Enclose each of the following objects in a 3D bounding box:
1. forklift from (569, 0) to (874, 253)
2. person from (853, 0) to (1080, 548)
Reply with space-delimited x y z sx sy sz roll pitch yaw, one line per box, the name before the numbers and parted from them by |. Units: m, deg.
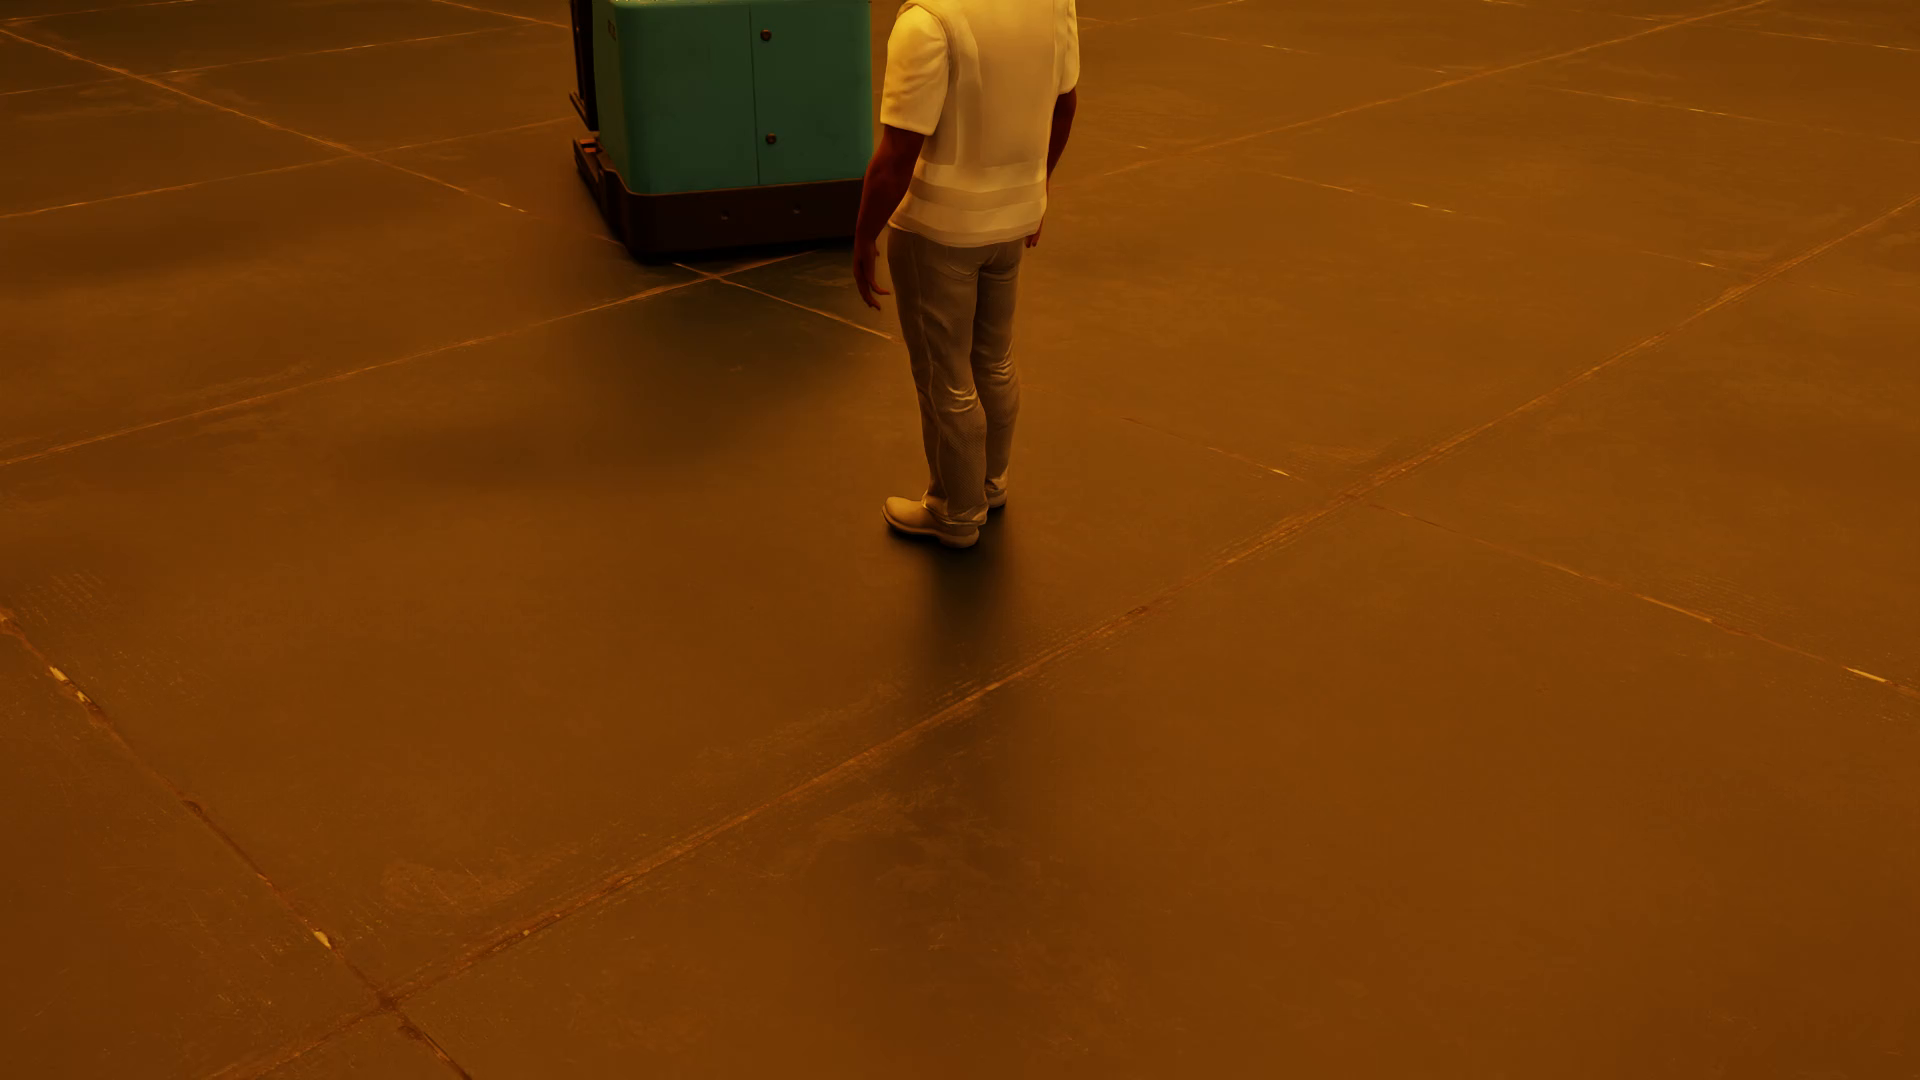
forklift | -1.286 -3.108 7.550 1.130 2.935 3.031 -8 27 -16
person | -0.045 -0.823 4.199 0.665 1.768 0.575 -24 35 -39
